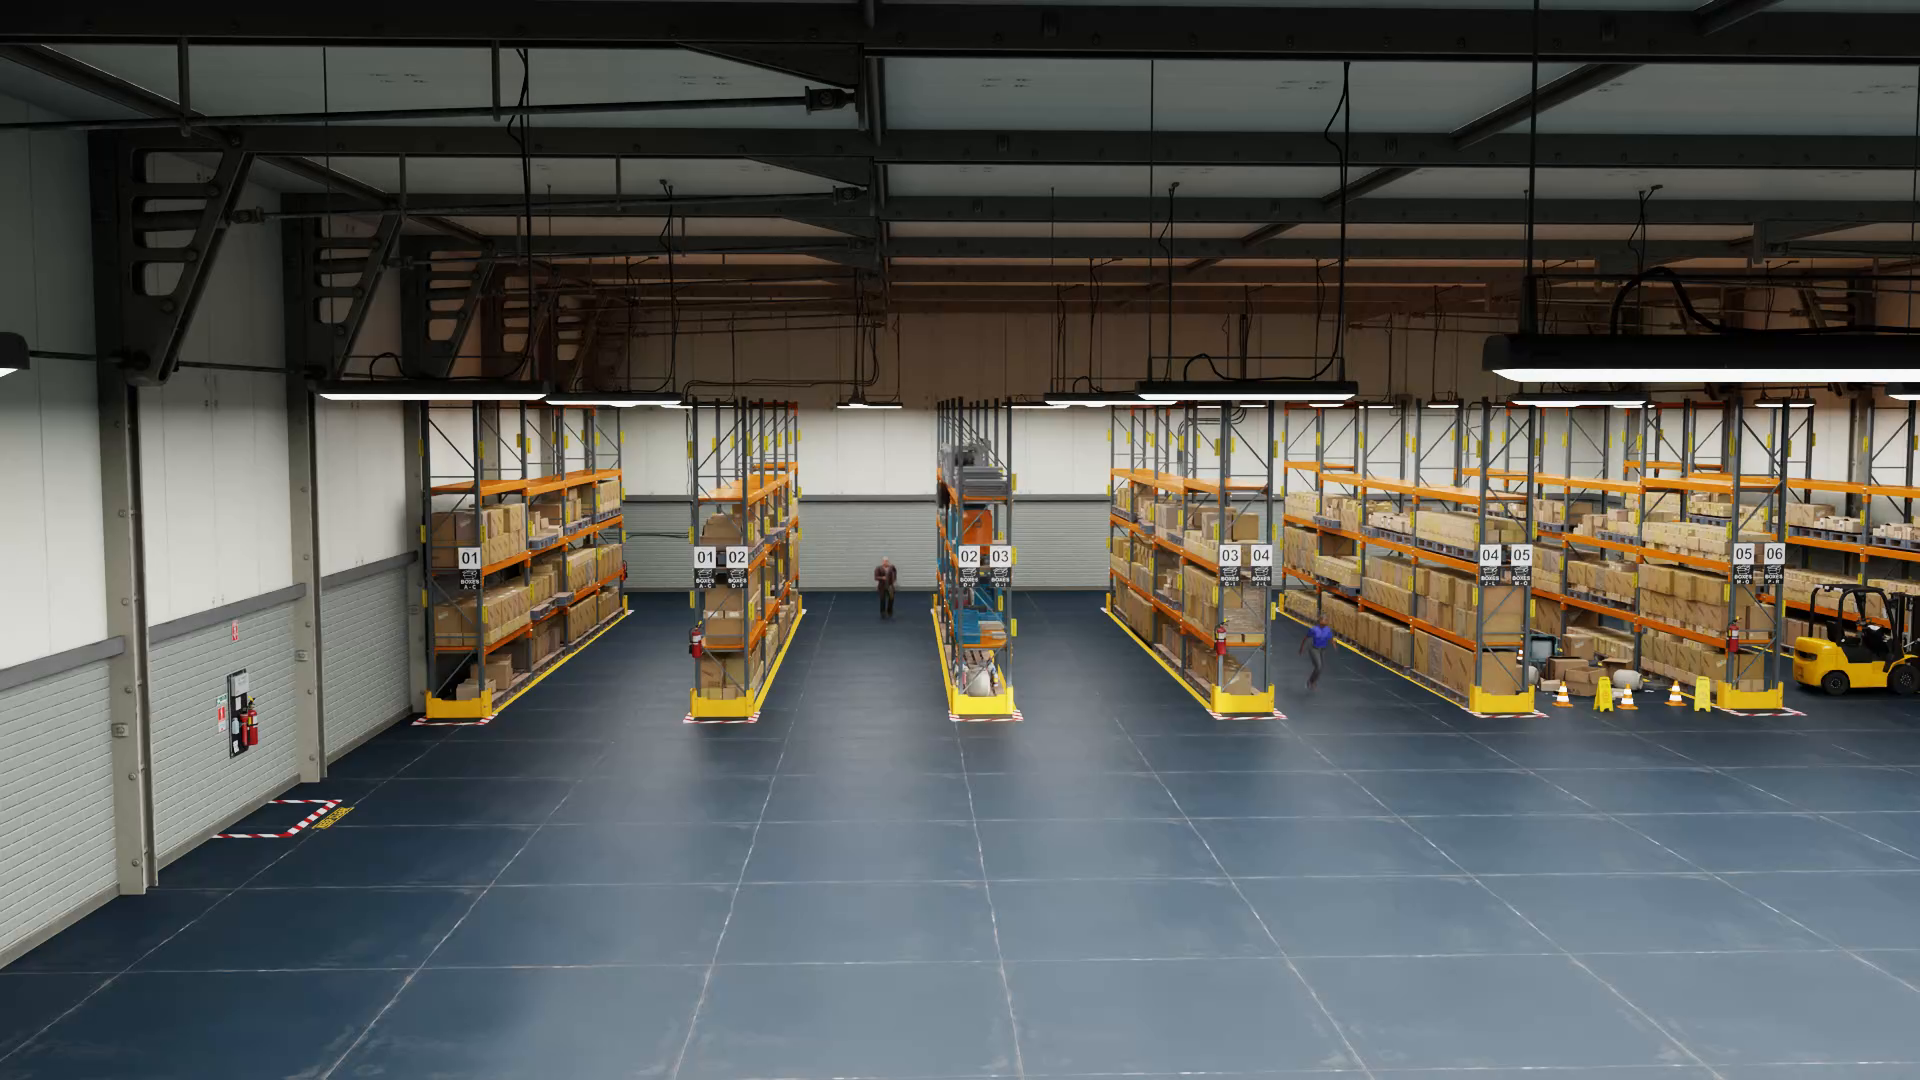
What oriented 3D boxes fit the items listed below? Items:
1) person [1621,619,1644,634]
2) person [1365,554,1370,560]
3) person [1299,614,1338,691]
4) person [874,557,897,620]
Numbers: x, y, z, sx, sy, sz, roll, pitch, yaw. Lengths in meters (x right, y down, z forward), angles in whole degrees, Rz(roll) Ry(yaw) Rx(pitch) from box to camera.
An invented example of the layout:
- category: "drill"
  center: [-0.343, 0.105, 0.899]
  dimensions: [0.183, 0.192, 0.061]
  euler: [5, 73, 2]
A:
- category: "person"
  center: [17.262, 1.625, 42.768]
  dimensions: [0.560, 1.618, 0.735]
  euler: [-2, 5, -21]
- category: "person"
  center: [11.334, 1.276, 46.446]
  dimensions: [0.671, 1.769, 0.991]
  euler: [0, 4, -6]
- category: "person"
  center: [7.341, 2.301, 33.850]
  dimensions: [0.535, 1.591, 0.799]
  euler: [-2, 5, -25]
- category: "person"
  center: [-2.055, 1.314, 45.839]
  dimensions: [0.641, 1.732, 1.036]
  euler: [-1, 4, -8]
